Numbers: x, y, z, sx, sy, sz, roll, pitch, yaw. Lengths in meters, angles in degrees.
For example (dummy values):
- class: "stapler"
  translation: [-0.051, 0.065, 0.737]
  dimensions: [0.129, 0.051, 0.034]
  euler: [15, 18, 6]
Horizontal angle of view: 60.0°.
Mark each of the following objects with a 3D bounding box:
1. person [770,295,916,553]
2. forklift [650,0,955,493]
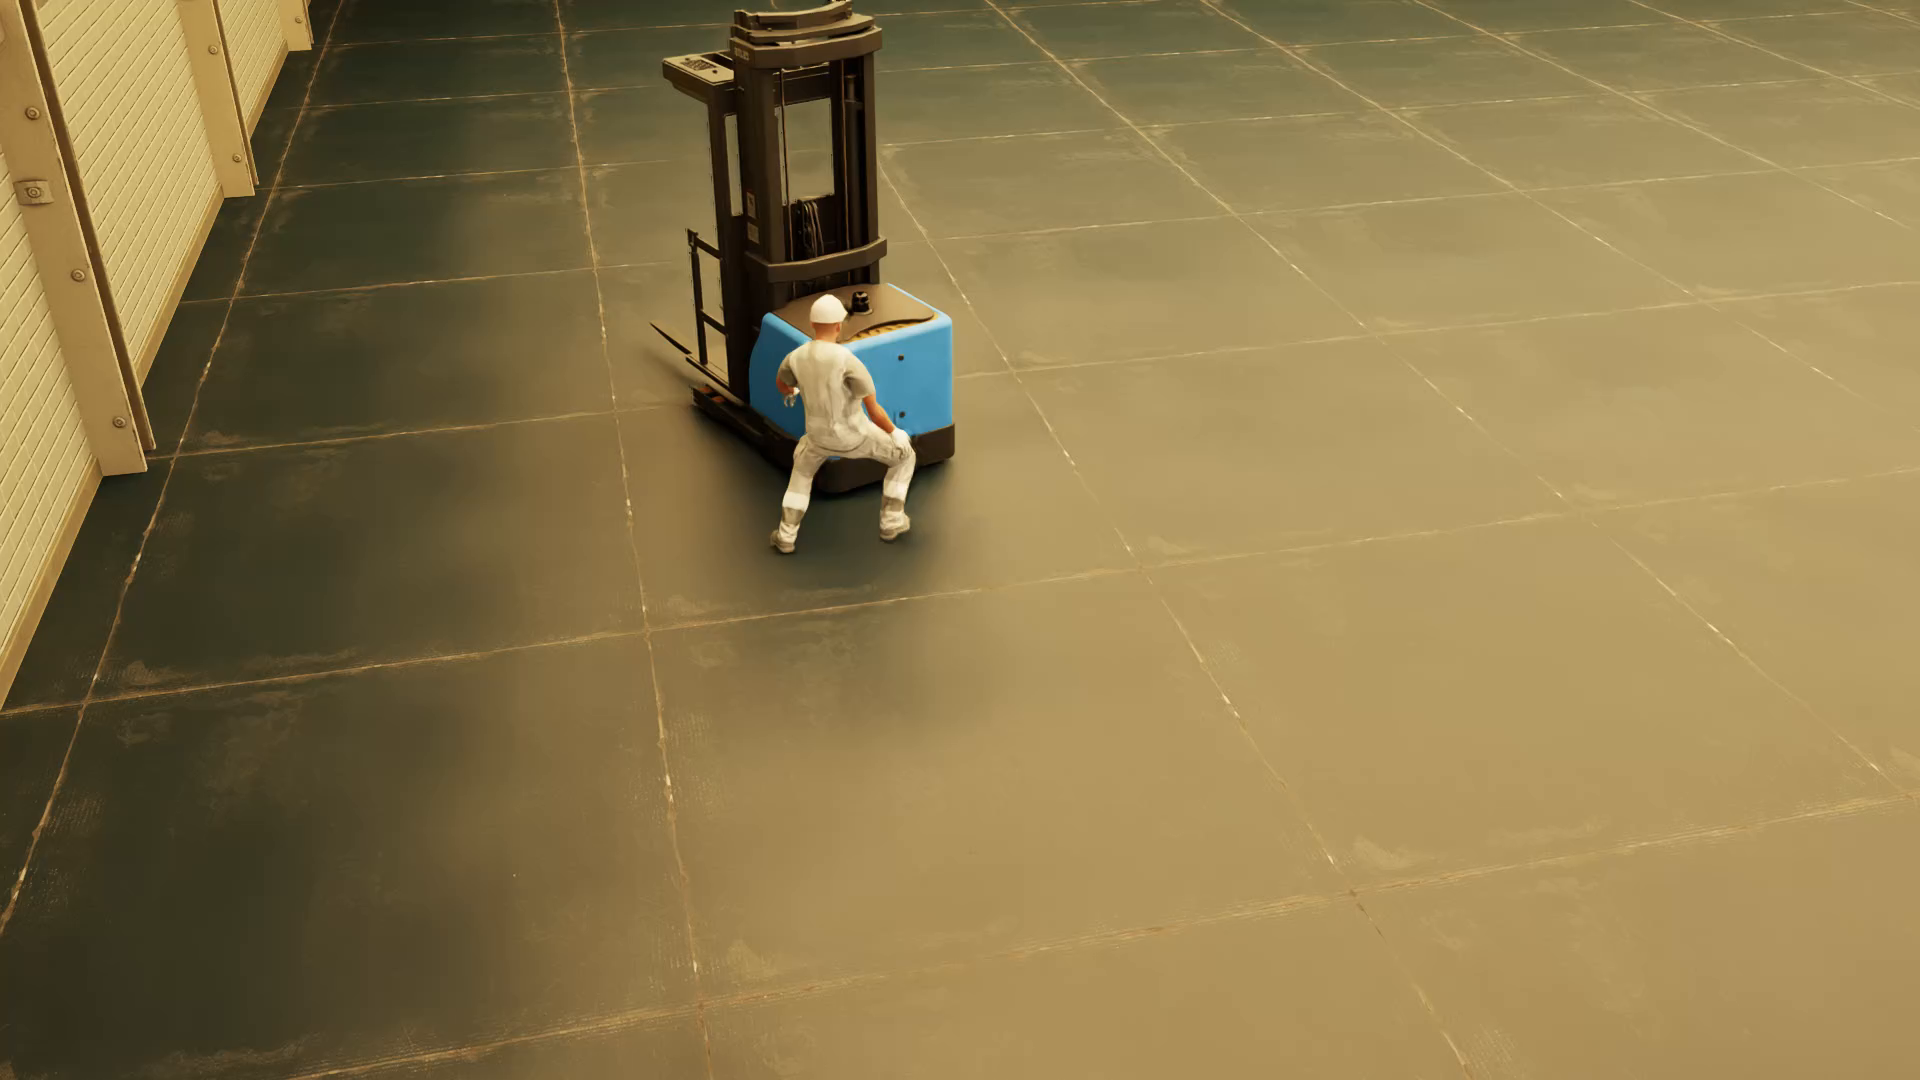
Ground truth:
- class: "person"
  translation: [-0.758, -0.706, 10.106]
  dimensions: [0.993, 1.651, 0.678]
  euler: [16, 34, 26]
- class: "forklift"
  translation: [-1.289, -2.263, 11.484]
  dimensions: [1.130, 2.935, 3.031]
  euler: [-19, 35, -30]
